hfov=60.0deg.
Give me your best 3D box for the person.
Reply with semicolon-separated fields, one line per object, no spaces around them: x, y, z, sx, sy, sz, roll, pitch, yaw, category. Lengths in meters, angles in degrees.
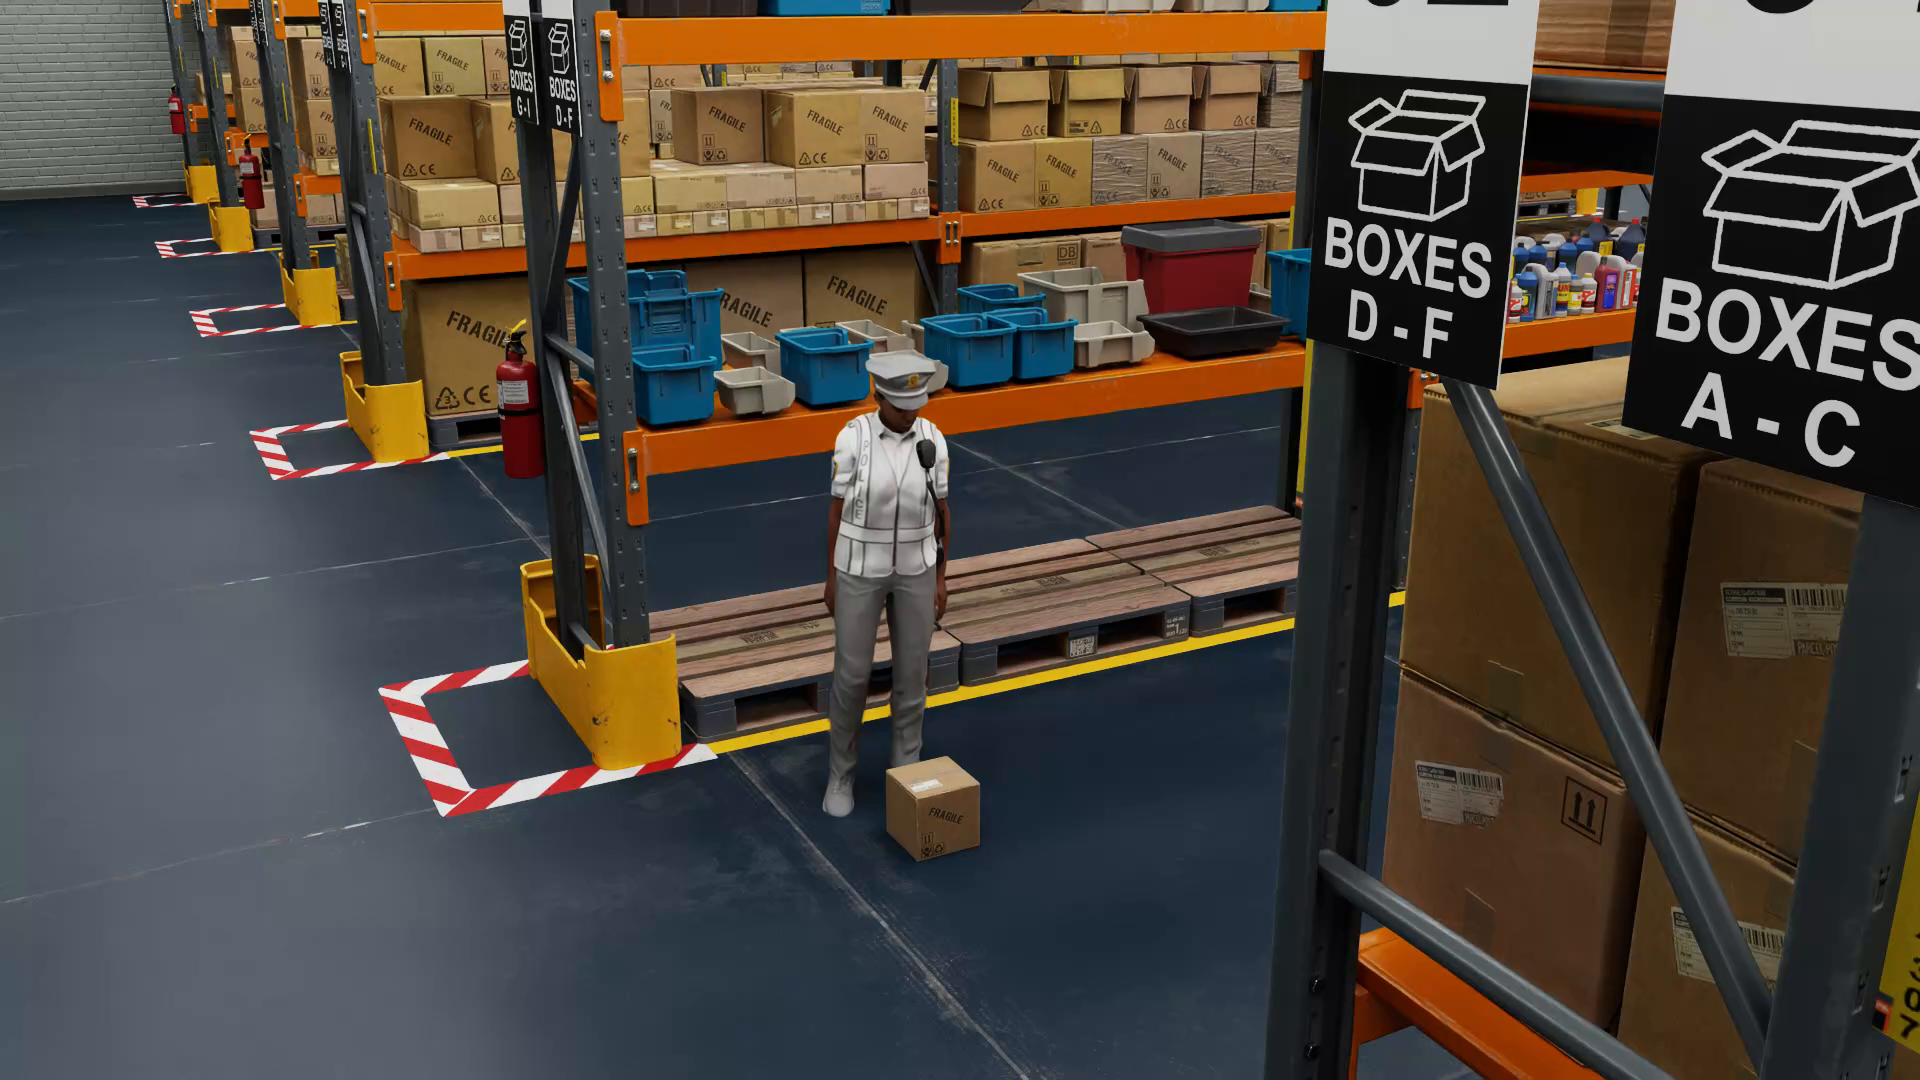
-0.271;0.184;6.047;0.531;1.711;0.443;-5;19;-15;person
